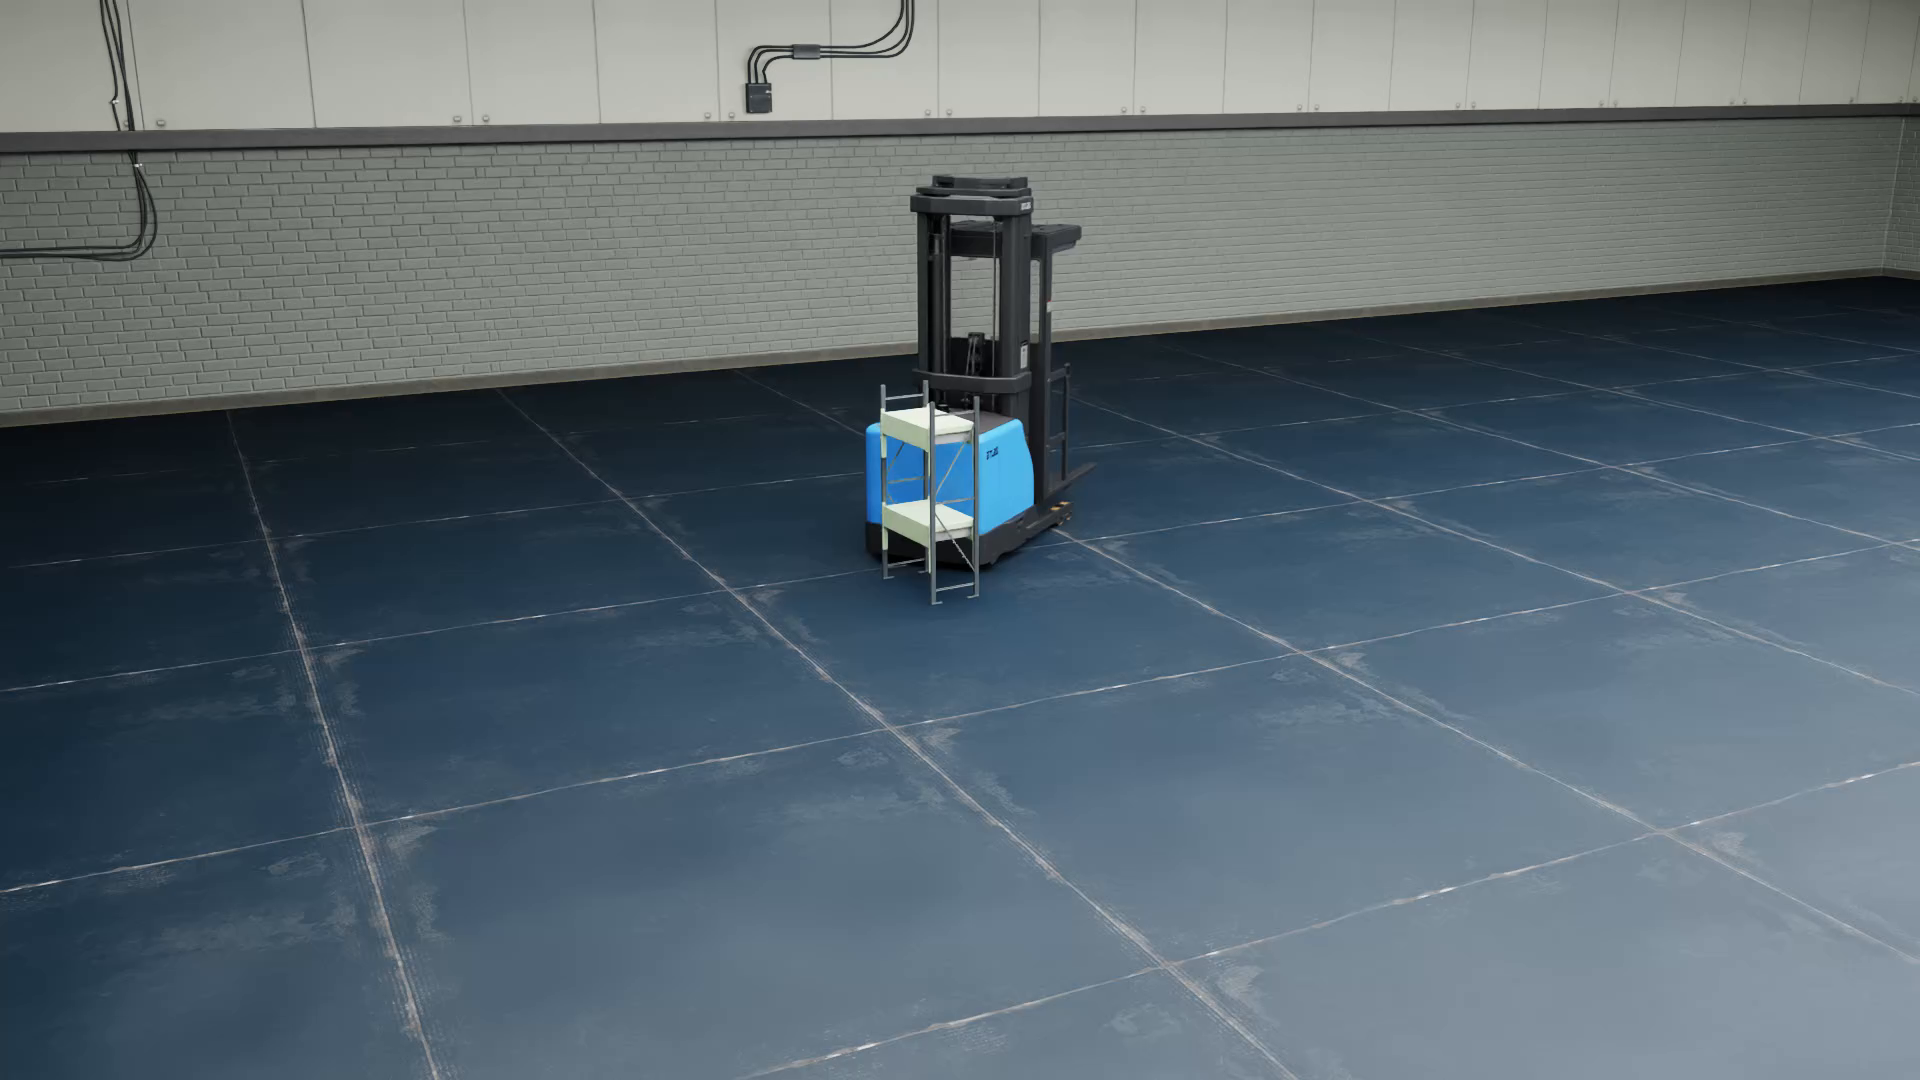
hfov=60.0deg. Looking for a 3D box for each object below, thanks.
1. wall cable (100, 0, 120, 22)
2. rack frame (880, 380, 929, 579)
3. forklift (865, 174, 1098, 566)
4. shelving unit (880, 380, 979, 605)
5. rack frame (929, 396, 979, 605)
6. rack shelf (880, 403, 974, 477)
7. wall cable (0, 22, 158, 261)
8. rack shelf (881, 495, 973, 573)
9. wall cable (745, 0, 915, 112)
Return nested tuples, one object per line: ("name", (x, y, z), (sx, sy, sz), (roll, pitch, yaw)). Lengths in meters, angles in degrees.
("wall cable", (-7.708, -6.828, 17.704), (3.097, 2.526, 0.112), (-8, 18, -25))
("rack frame", (-0.416, -0.450, 12.600), (0.400, 1.500, 0.023), (-9, 18, -30))
("forklift", (0.336, -1.571, 13.913), (1.130, 2.935, 3.031), (7, 18, 24))
("shelving unit", (-0.228, -0.364, 12.298), (0.431, 1.500, 0.755), (-9, 18, -30))
("rack frame", (-0.039, -0.277, 11.997), (0.400, 1.500, 0.023), (-9, 18, -30))
("rack shelf", (-0.228, -0.739, 12.191), (0.431, 0.370, 0.720), (-9, 18, -30))
("wall cable", (-10.140, -4.074, 17.261), (3.097, 2.526, 0.112), (-8, 18, -25))
("rack shelf", (-0.228, -0.050, 12.388), (0.431, 0.370, 0.720), (-9, 18, -30))
("wall cable", (-1.599, -8.344, 20.348), (2.305, 6.003, 0.169), (-8, 18, -25))
